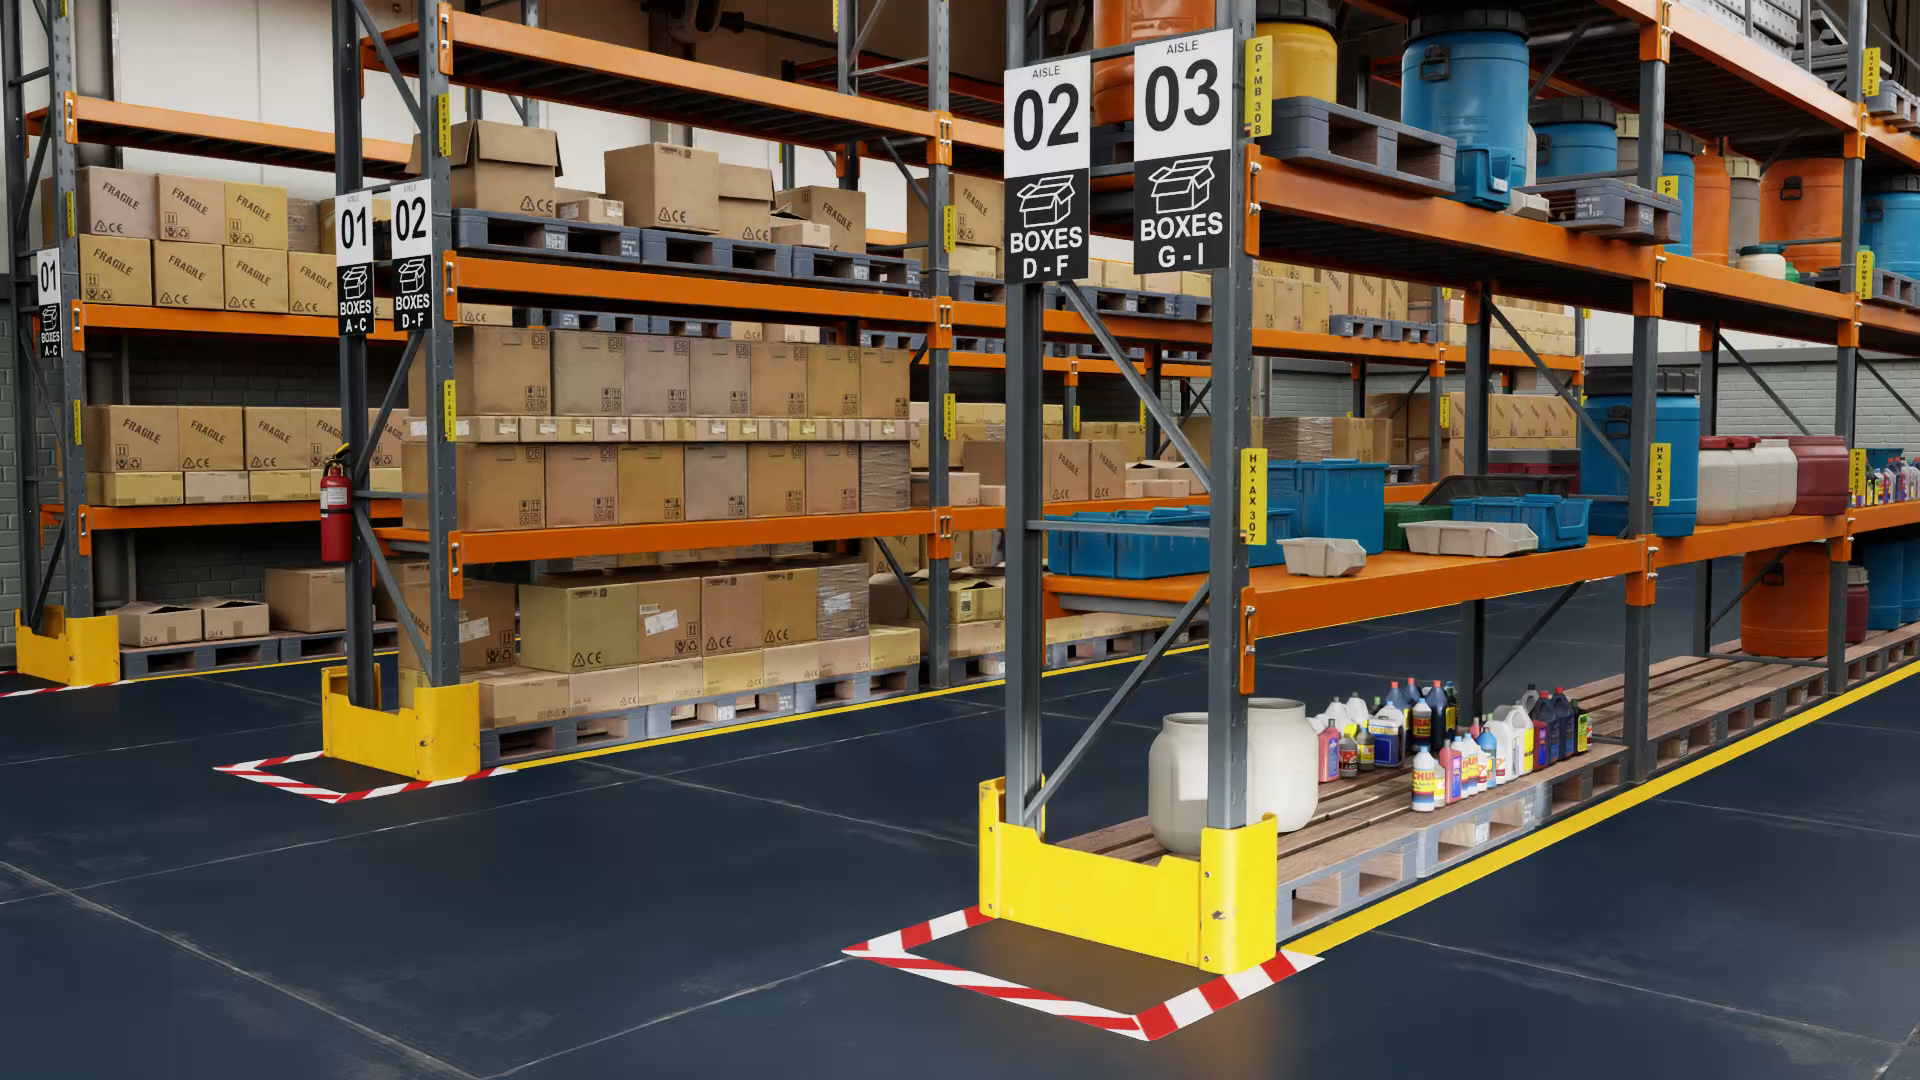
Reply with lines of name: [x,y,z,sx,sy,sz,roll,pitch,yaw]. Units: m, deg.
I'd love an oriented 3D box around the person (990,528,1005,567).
person: [0.426,-0.068,17.025,0.662,1.638,0.625,1,4,8]
